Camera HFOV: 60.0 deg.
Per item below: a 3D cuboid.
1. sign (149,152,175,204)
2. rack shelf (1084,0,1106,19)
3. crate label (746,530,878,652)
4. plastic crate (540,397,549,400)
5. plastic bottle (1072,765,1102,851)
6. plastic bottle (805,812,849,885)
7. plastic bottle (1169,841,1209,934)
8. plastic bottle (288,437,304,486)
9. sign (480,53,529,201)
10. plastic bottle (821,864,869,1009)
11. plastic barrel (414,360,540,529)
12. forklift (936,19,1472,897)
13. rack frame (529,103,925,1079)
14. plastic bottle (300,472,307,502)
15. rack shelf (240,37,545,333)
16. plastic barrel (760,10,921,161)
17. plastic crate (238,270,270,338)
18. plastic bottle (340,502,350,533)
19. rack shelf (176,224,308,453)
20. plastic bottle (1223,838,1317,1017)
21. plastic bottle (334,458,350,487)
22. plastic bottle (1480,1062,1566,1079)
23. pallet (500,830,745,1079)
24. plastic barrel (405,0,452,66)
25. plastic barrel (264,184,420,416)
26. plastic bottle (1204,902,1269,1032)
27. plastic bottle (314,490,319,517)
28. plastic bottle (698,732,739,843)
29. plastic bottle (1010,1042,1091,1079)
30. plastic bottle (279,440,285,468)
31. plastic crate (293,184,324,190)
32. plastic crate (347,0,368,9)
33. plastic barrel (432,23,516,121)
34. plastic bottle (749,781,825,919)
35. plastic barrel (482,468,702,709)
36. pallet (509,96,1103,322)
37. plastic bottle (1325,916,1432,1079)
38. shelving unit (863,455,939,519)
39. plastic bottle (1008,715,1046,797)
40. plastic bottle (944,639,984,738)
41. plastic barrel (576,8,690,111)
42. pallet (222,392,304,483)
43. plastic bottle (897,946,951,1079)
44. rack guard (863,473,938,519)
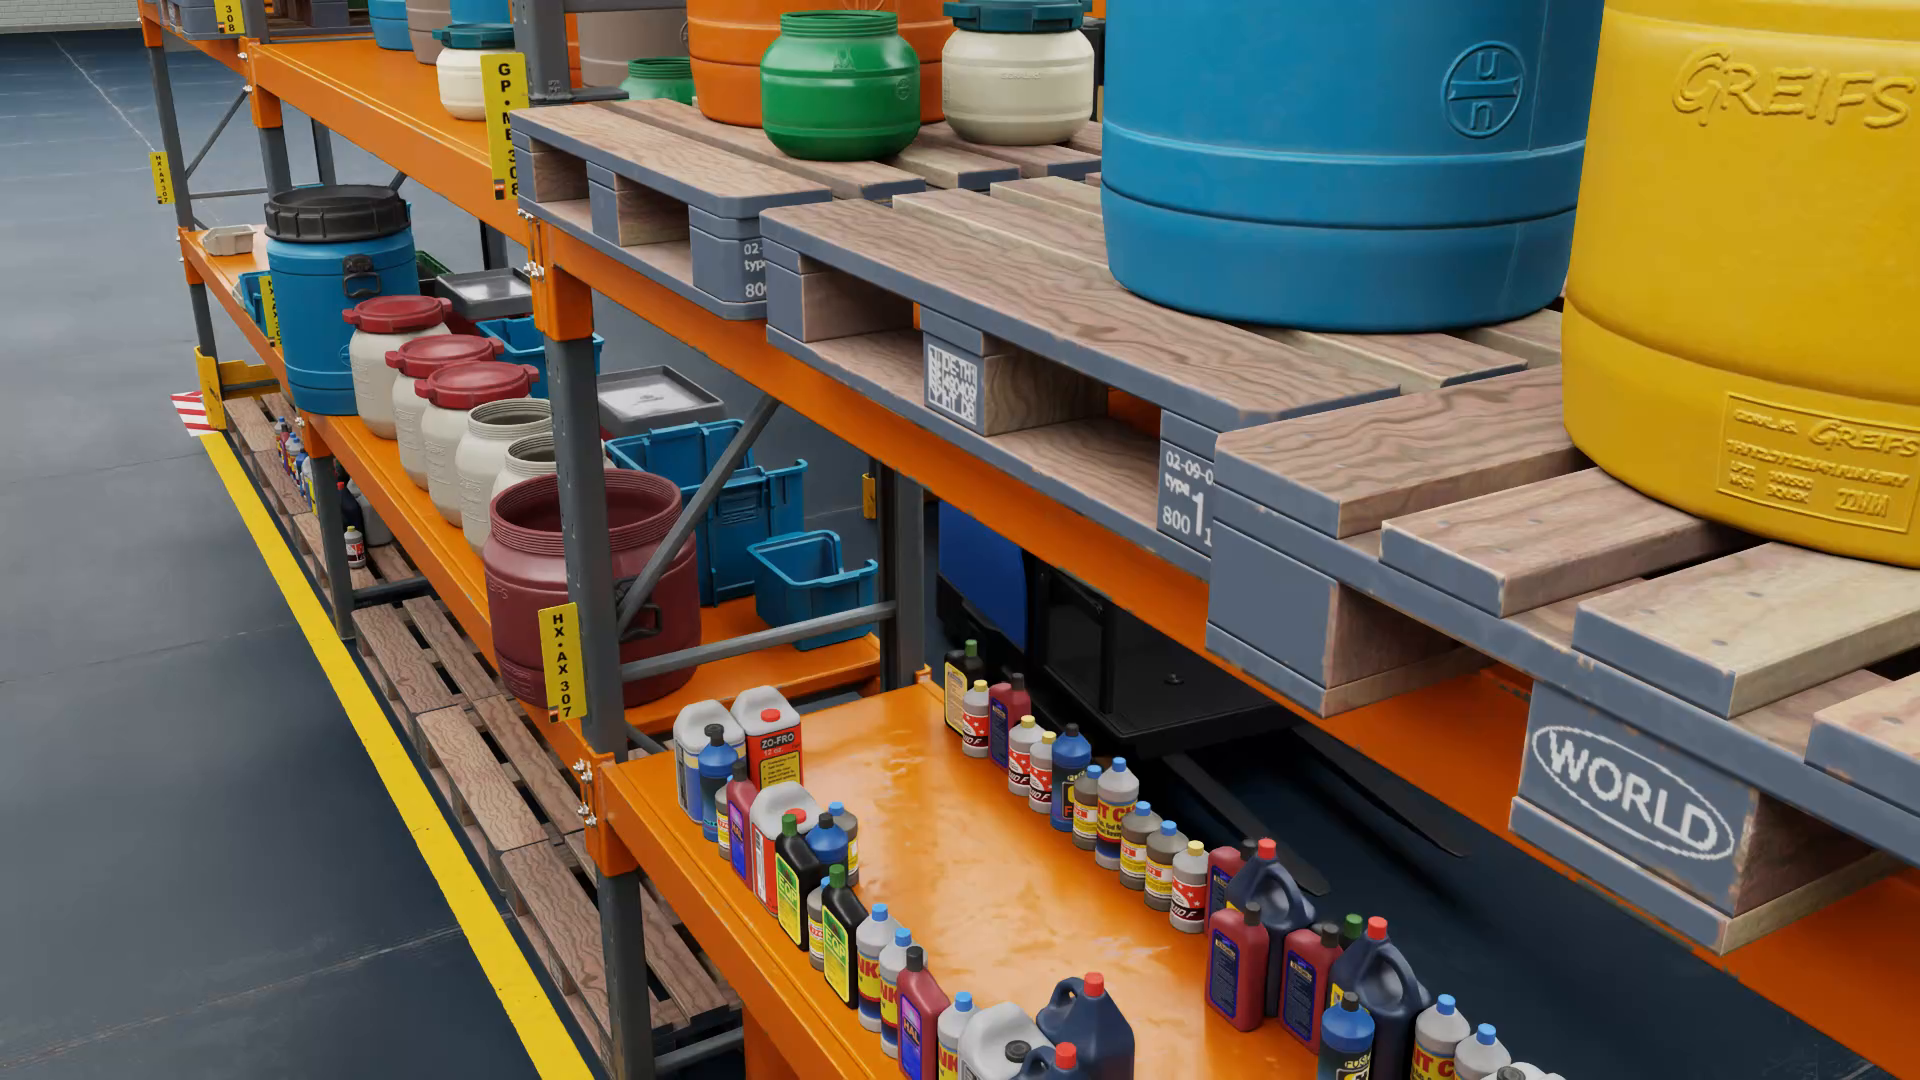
[{"bbox_3d":[-5.124,-2.325,10.680,0.100,0.325,0.005,-13,25,-28],"label":"sign"},{"bbox_3d":[0.633,-3.661,11.308,1.077,0.370,4.000,-13,25,-28],"label":"rack shelf"},{"bbox_3d":[-0.455,0.158,5.162,0.303,0.233,0.416,-13,25,-28],"label":"crate label"},{"bbox_3d":[-1.473,-0.398,6.590,0.450,0.188,0.662,-13,25,-28],"label":"plastic crate"},{"bbox_3d":[0.321,0.640,4.018,0.097,0.201,0.097,0,22,0],"label":"plastic bottle"},{"bbox_3d":[-0.295,0.731,3.699,0.097,0.271,0.097,0,22,0],"label":"plastic bottle"},{"bbox_3d":[0.520,0.766,3.708,0.097,0.201,0.097,0,22,0],"label":"plastic bottle"},{"bbox_3d":[-3.764,-0.451,9.476,0.097,0.271,0.097,0,22,0],"label":"plastic bottle"},{"bbox_3d":[-1.032,-0.944,3.806,0.100,0.325,0.005,-13,25,-28],"label":"sign"},{"bbox_3d":[-0.236,0.822,3.461,0.061,0.283,0.133,-13,25,-28],"label":"plastic bottle"},{"bbox_3d":[-1.710,-0.340,5.983,0.433,0.535,0.433,0,22,0],"label":"plastic barrel"},{"bbox_3d":[0.931,-0.502,6.654,1.130,2.935,3.031,-9,24,-22],"label":"forklift"},{"bbox_3d":[-0.562,0.289,4.617,1.000,3.000,0.127,-13,25,-28],"label":"rack frame"},{"bbox_3d":[-3.609,-0.320,9.246,0.097,0.201,0.097,0,22,0],"label":"plastic bottle"},{"bbox_3d":[-1.584,-1.415,5.781,1.077,0.370,4.000,-13,25,-28],"label":"rack shelf"},{"bbox_3d":[-0.219,-0.836,3.050,0.294,0.245,0.294,0,22,0],"label":"plastic barrel"},{"bbox_3d":[-3.404,-1.243,8.584,0.499,0.251,0.616,-13,25,-28],"label":"plastic crate"},{"bbox_3d":[-3.135,-0.044,8.459,0.061,0.283,0.133,-11,25,-26],"label":"plastic bottle"},{"bbox_3d":[-3.627,-1.320,9.531,1.077,0.370,4.000,-13,25,-28],"label":"rack shelf"},{"bbox_3d":[0.641,0.790,3.450,0.144,0.351,0.185,-13,25,-28],"label":"plastic bottle"},{"bbox_3d":[-3.370,-0.299,9.087,0.061,0.283,0.133,-13,25,-28],"label":"plastic bottle"},{"bbox_3d":[0.981,1.043,2.926,0.152,0.276,0.135,-13,25,-28],"label":"plastic bottle"},{"bbox_3d":[-0.925,1.322,5.778,1.003,0.211,1.213,-13,25,-28],"label":"pallet"},{"bbox_3d":[-1.825,-2.293,6.321,0.600,0.901,0.600,0,22,0],"label":"plastic barrel"},{"bbox_3d":[-2.669,-1.055,7.258,0.600,0.901,0.708,-13,25,-28],"label":"plastic barrel"},{"bbox_3d":[0.566,0.849,3.393,0.061,0.283,0.133,-13,25,-28],"label":"plastic bottle"},{"bbox_3d":[-3.399,-0.211,8.871,0.061,0.283,0.133,-11,24,-25],"label":"plastic bottle"},{"bbox_3d":[-0.583,0.593,4.039,0.097,0.271,0.097,0,22,0],"label":"plastic bottle"},{"bbox_3d":[0.168,1.015,2.896,0.144,0.351,0.185,-13,25,-28],"label":"plastic bottle"},{"bbox_3d":[-3.938,-0.528,9.759,0.097,0.201,0.097,0,22,0],"label":"plastic bottle"},{"bbox_3d":[-4.136,-2.128,10.760,0.499,0.251,0.616,-13,25,-28],"label":"plastic crate"},{"bbox_3d":[-3.177,-2.861,8.664,0.336,0.188,0.450,-13,25,-28],"label":"plastic crate"},{"bbox_3d":[-1.412,-1.404,4.981,0.301,0.262,0.301,0,22,0],"label":"plastic barrel"},{"bbox_3d":[-0.383,0.698,3.775,0.152,0.276,0.135,-13,25,-28],"label":"plastic bottle"},{"bbox_3d":[-1.060,0.134,4.818,0.600,0.536,0.708,-13,25,-28],"label":"plastic barrel"},{"bbox_3d":[-0.256,-0.747,3.433,1.003,0.211,1.213,-13,25,-28],"label":"pallet"},{"bbox_3d":[0.803,0.893,3.196,0.144,0.351,0.185,-13,25,-28],"label":"plastic bottle"},{"bbox_3d":[-0.039,-0.719,9.090,0.587,1.500,1.083,-13,25,-28],"label":"shelving unit"},{"bbox_3d":[0.172,0.545,4.250,0.097,0.201,0.097,0,22,0],"label":"plastic bottle"},{"bbox_3d":[0.011,0.392,4.519,0.061,0.283,0.133,-13,25,-28],"label":"plastic bottle"},{"bbox_3d":[-0.795,-1.641,4.715,0.600,0.901,0.600,0,22,0],"label":"plastic barrel"},{"bbox_3d":[-4.159,-0.730,10.826,1.003,0.211,1.213,-13,25,-28],"label":"pallet"},{"bbox_3d":[-0.068,0.928,3.200,0.061,0.283,0.133,-13,25,-28],"label":"plastic bottle"},{"bbox_3d":[-0.293,-0.302,9.722,0.587,0.250,0.087,-13,25,-28],"label":"rack guard"}]
